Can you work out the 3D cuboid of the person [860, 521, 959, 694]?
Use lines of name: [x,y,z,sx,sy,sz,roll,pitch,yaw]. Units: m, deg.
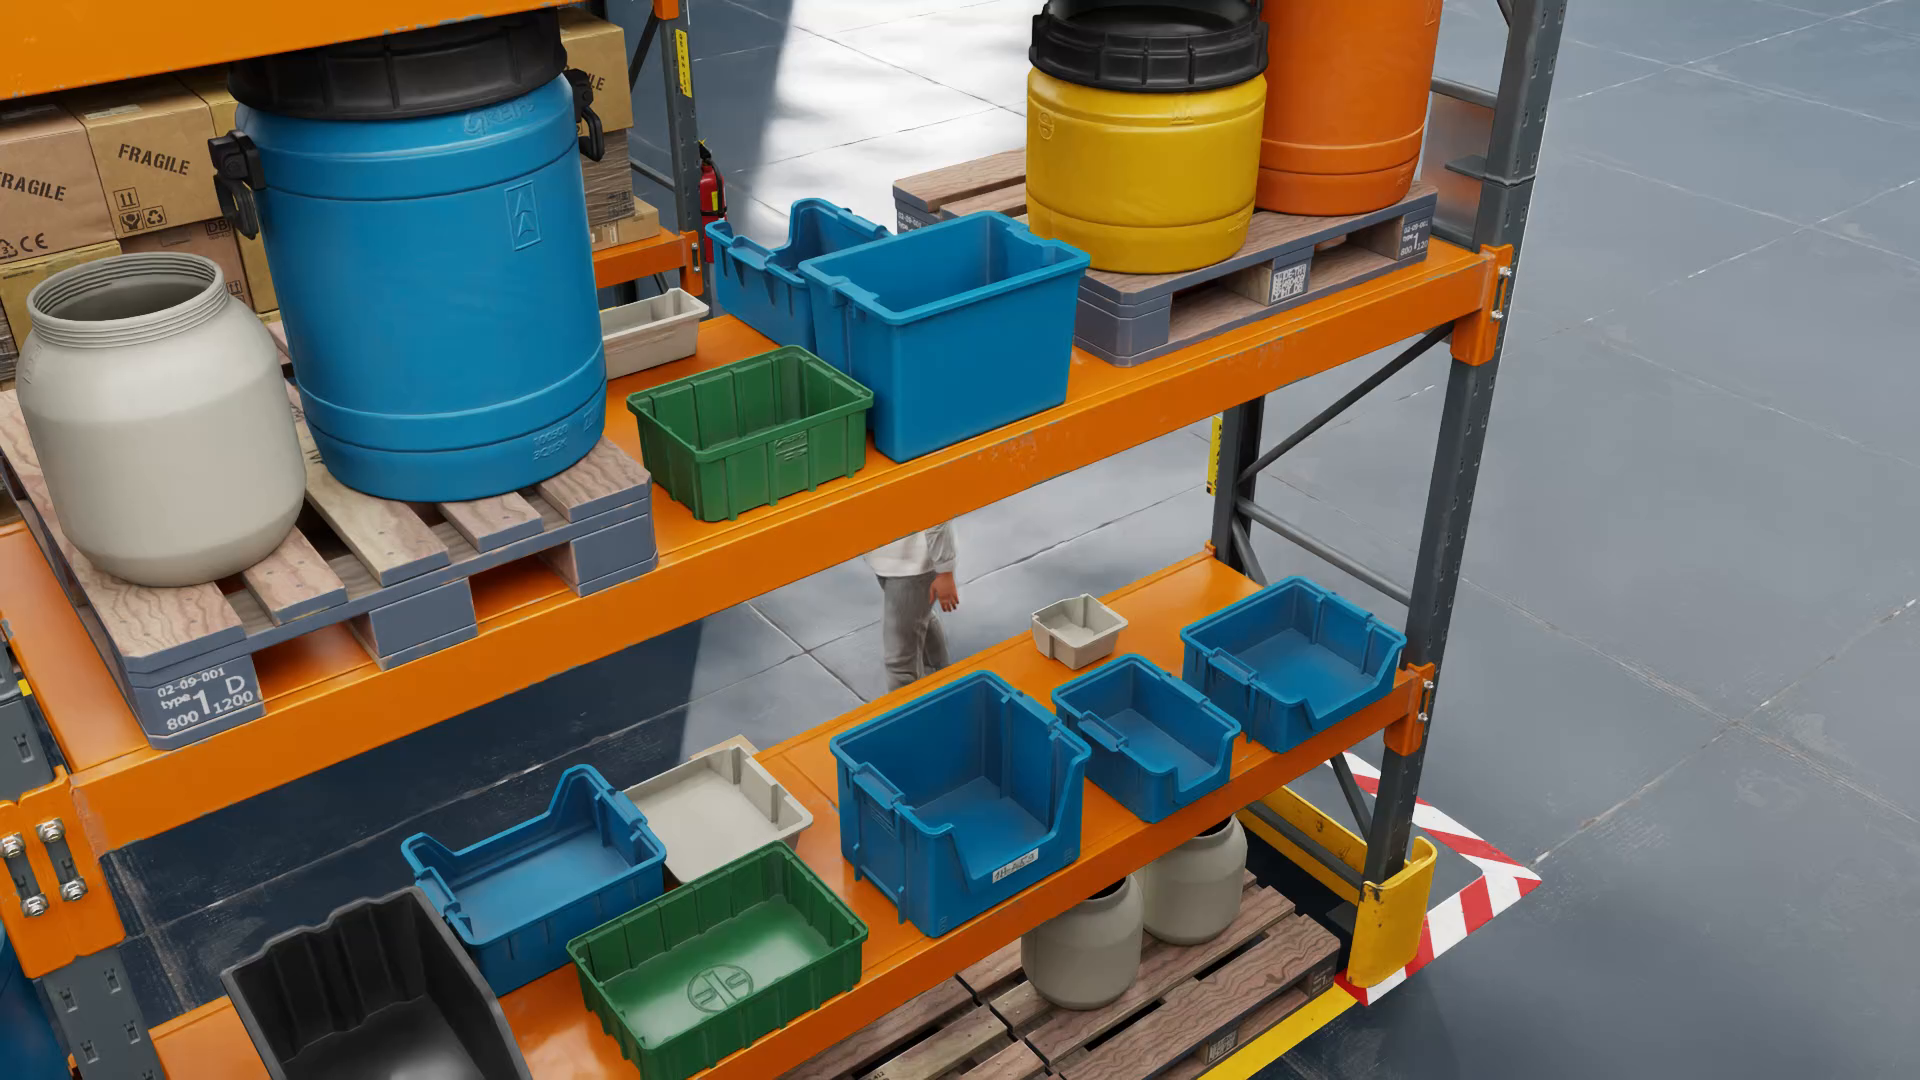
person: [-0.253,0.082,6.955,0.643,1.753,0.711,-13,34,-20]
